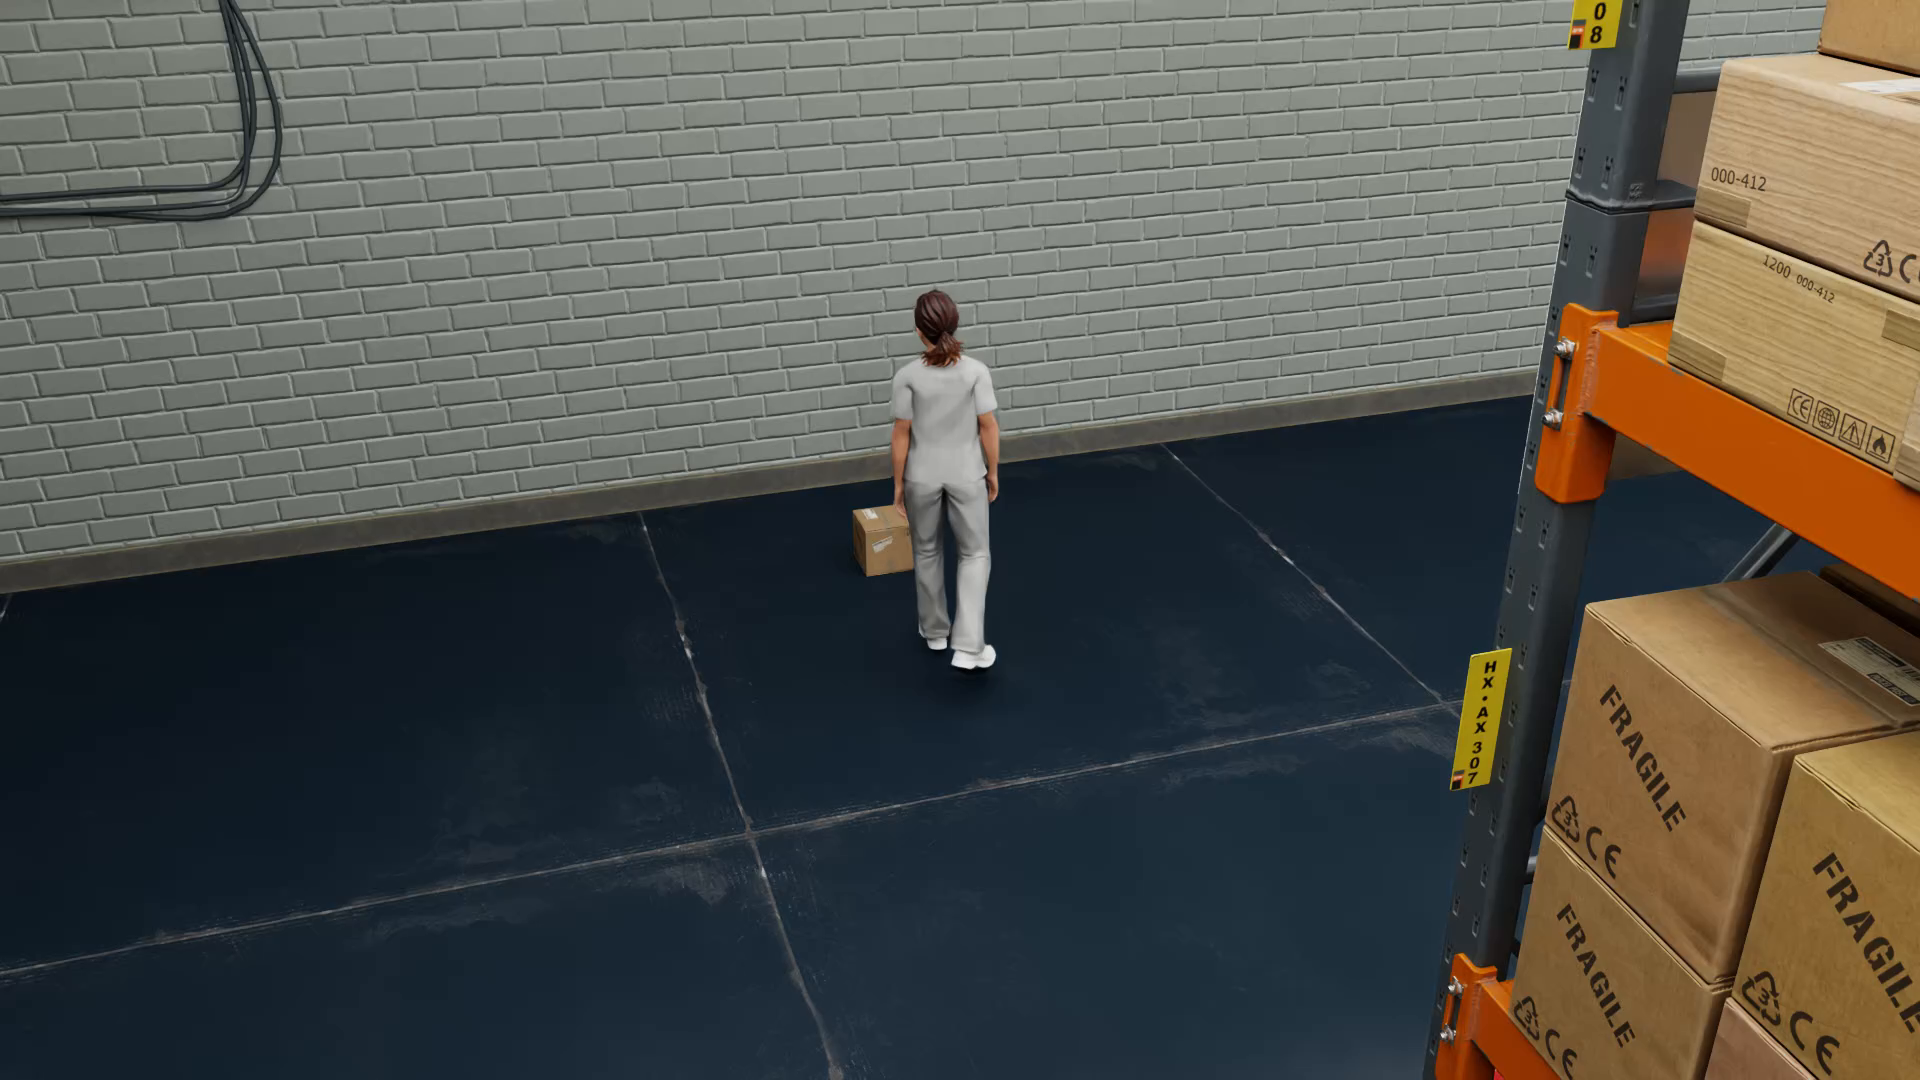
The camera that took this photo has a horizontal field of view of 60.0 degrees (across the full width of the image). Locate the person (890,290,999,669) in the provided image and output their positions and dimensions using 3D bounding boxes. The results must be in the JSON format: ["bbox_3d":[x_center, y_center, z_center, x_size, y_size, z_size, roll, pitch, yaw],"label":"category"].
[{"bbox_3d":[-0.062,-0.222,7.061,0.460,1.678,0.681,-1,26,-2],"label":"person"}]
